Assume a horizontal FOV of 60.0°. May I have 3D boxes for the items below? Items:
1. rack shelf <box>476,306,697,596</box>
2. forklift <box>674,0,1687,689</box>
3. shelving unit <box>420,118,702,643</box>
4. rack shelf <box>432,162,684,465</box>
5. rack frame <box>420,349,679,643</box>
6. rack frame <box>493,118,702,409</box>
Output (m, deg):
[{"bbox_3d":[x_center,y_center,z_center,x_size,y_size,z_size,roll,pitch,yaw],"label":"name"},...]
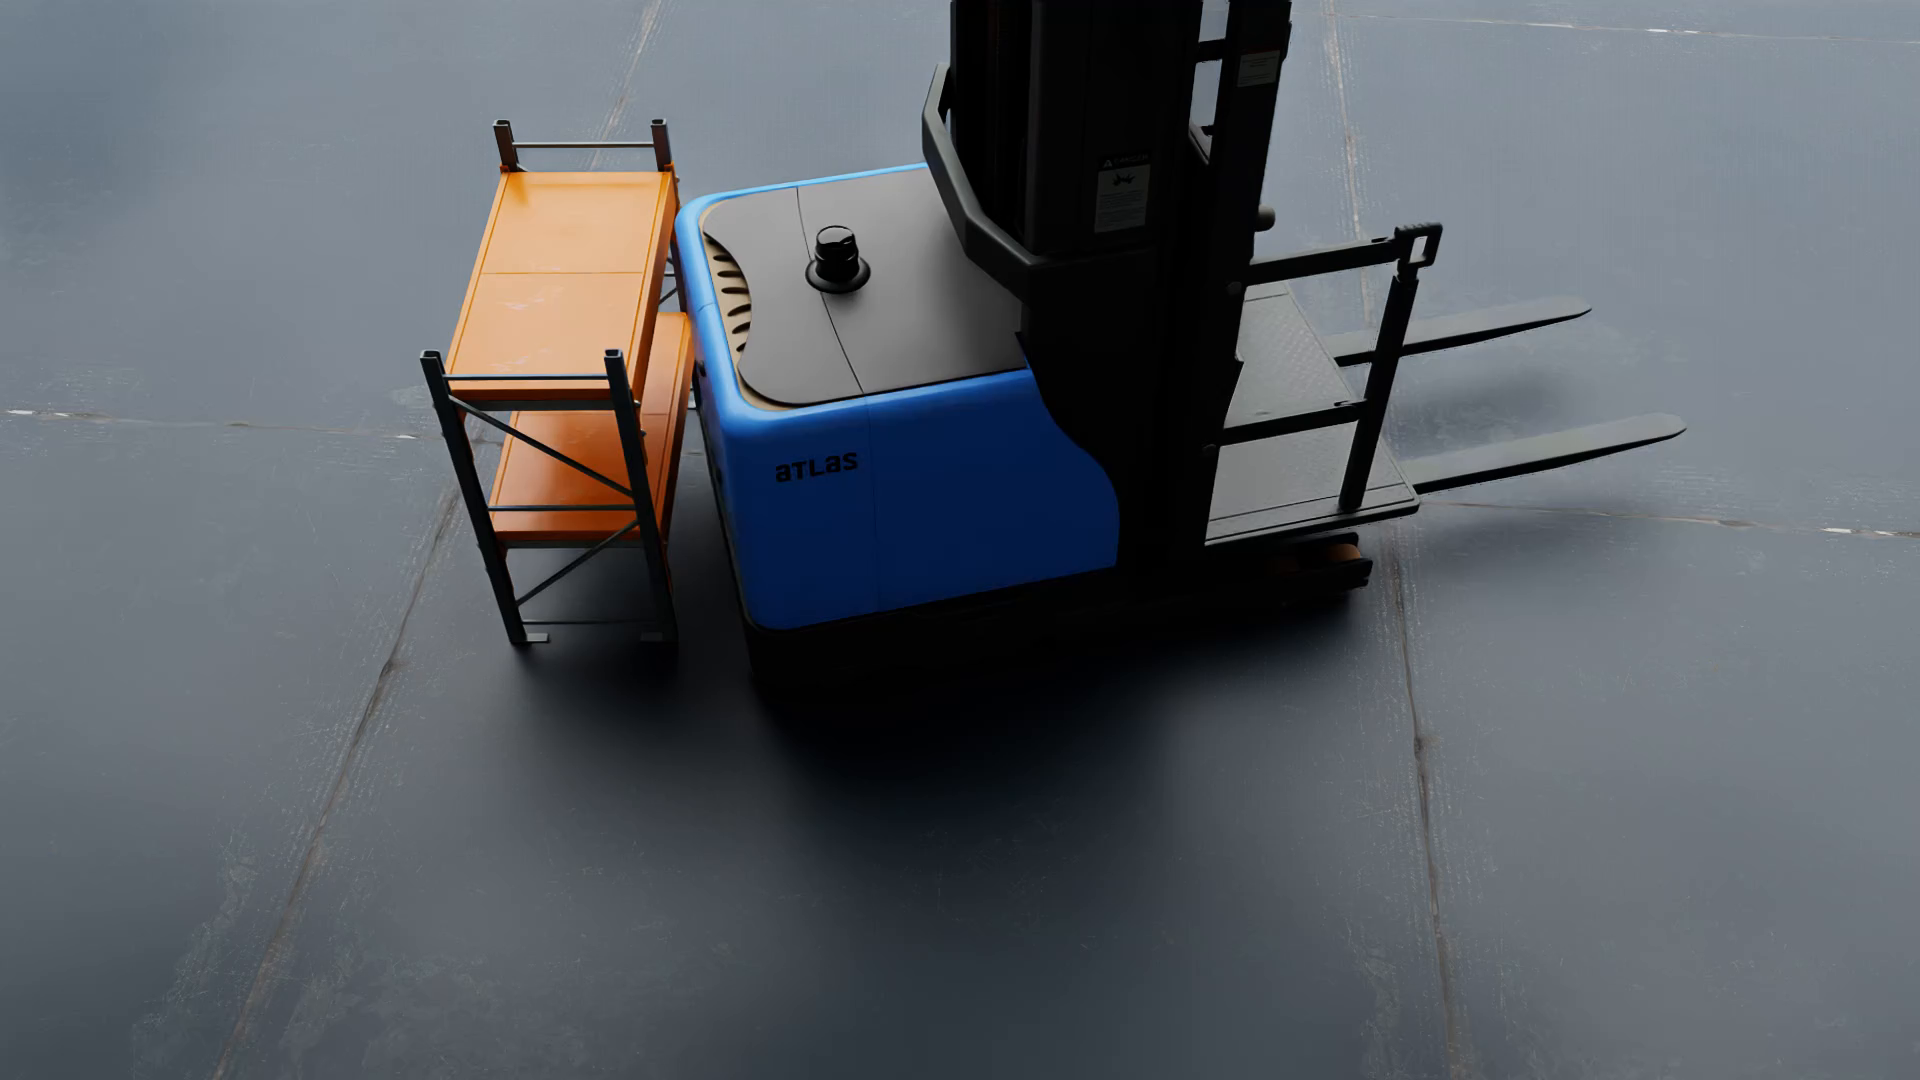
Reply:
[{"bbox_3d":[-1.100,-0.296,5.089,0.538,0.278,1.000,0,48,0],"label":"rack shelf"},{"bbox_3d":[0.758,-1.153,4.318,3.031,2.935,1.130,-11,48,-10],"label":"forklift"},{"bbox_3d":[-1.100,-0.461,4.909,0.538,1.125,1.048,0,48,0],"label":"shelving unit"},{"bbox_3d":[-1.101,-0.658,4.693,0.538,0.278,1.000,0,48,0],"label":"rack shelf"},{"bbox_3d":[-1.095,-0.086,4.566,0.500,1.125,0.032,0,48,0],"label":"rack frame"},{"bbox_3d":[-1.105,-0.836,5.252,0.500,1.125,0.032,0,48,0],"label":"rack frame"}]
